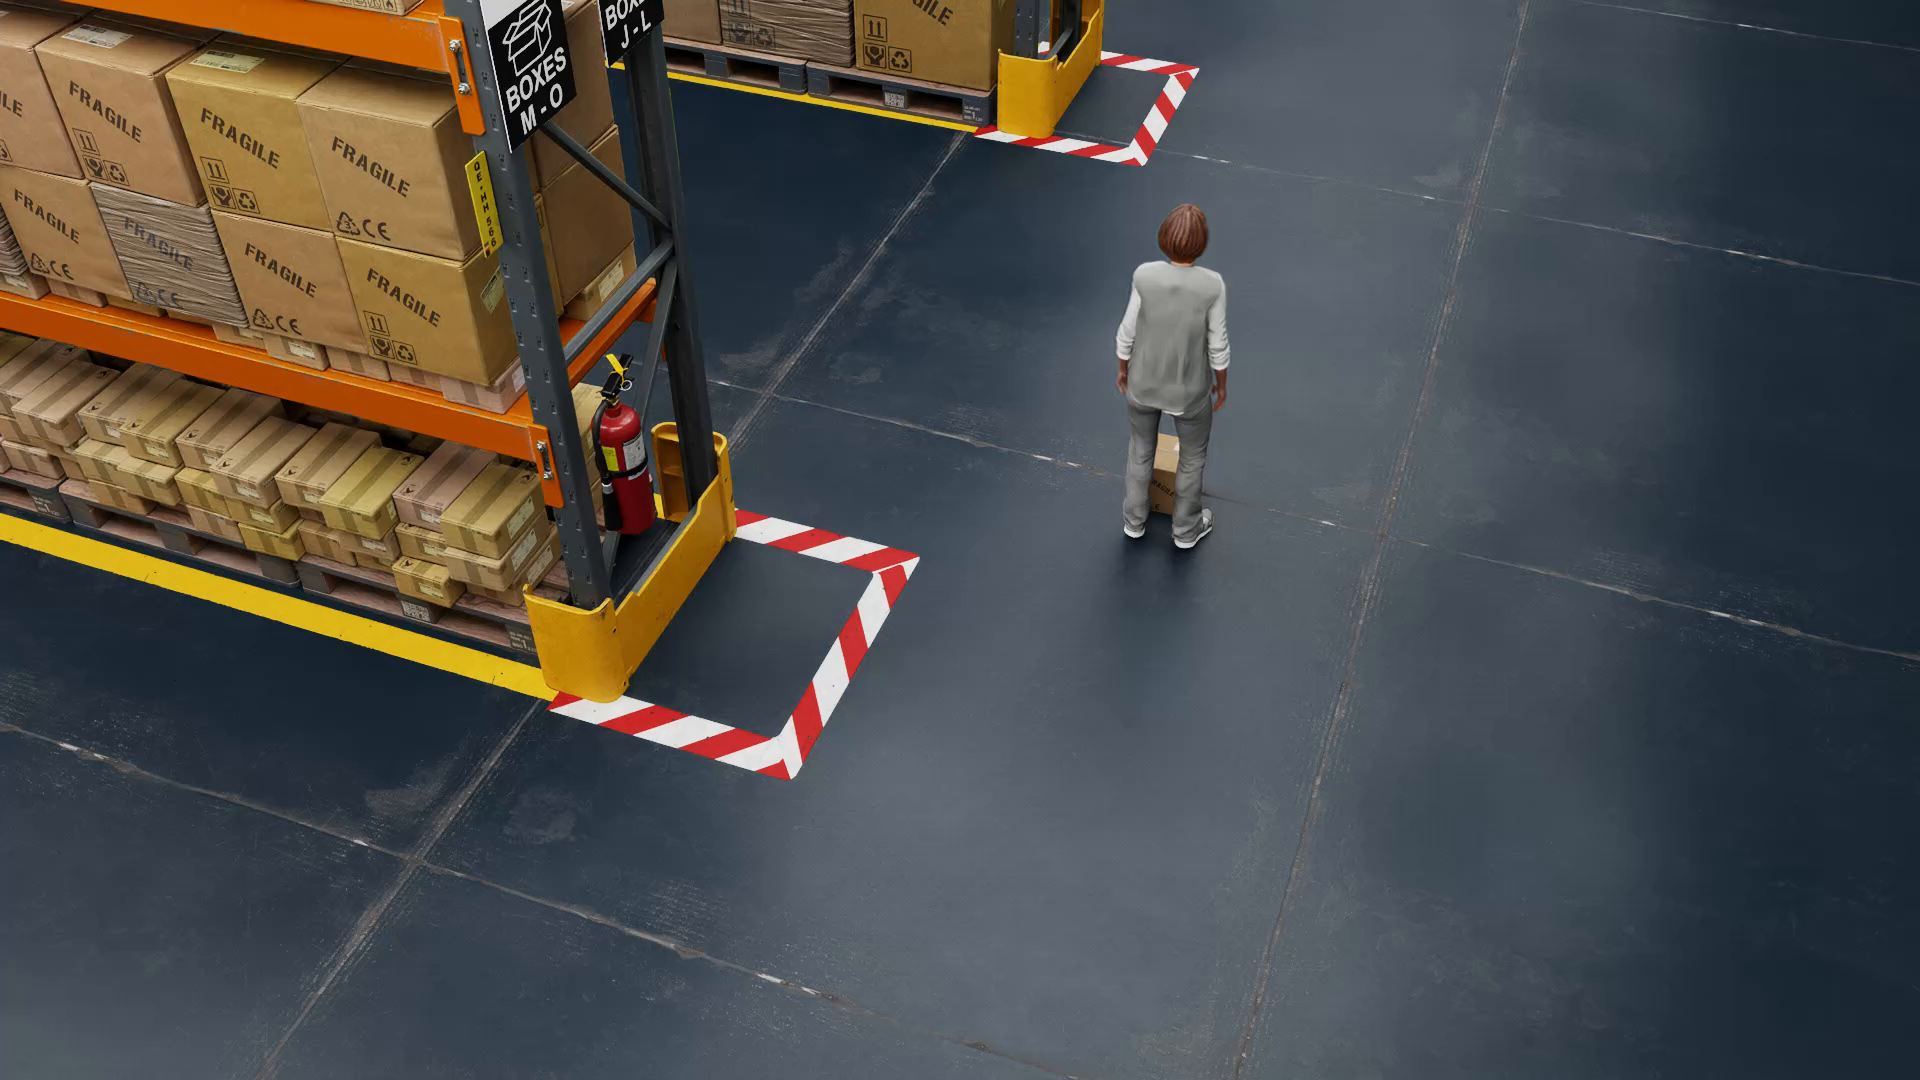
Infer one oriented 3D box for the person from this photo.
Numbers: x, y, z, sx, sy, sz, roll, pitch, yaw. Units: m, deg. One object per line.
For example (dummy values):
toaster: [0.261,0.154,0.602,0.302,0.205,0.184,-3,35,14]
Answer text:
person: [0.875,-0.639,6.875,0.466,1.593,0.349,13,44,14]
